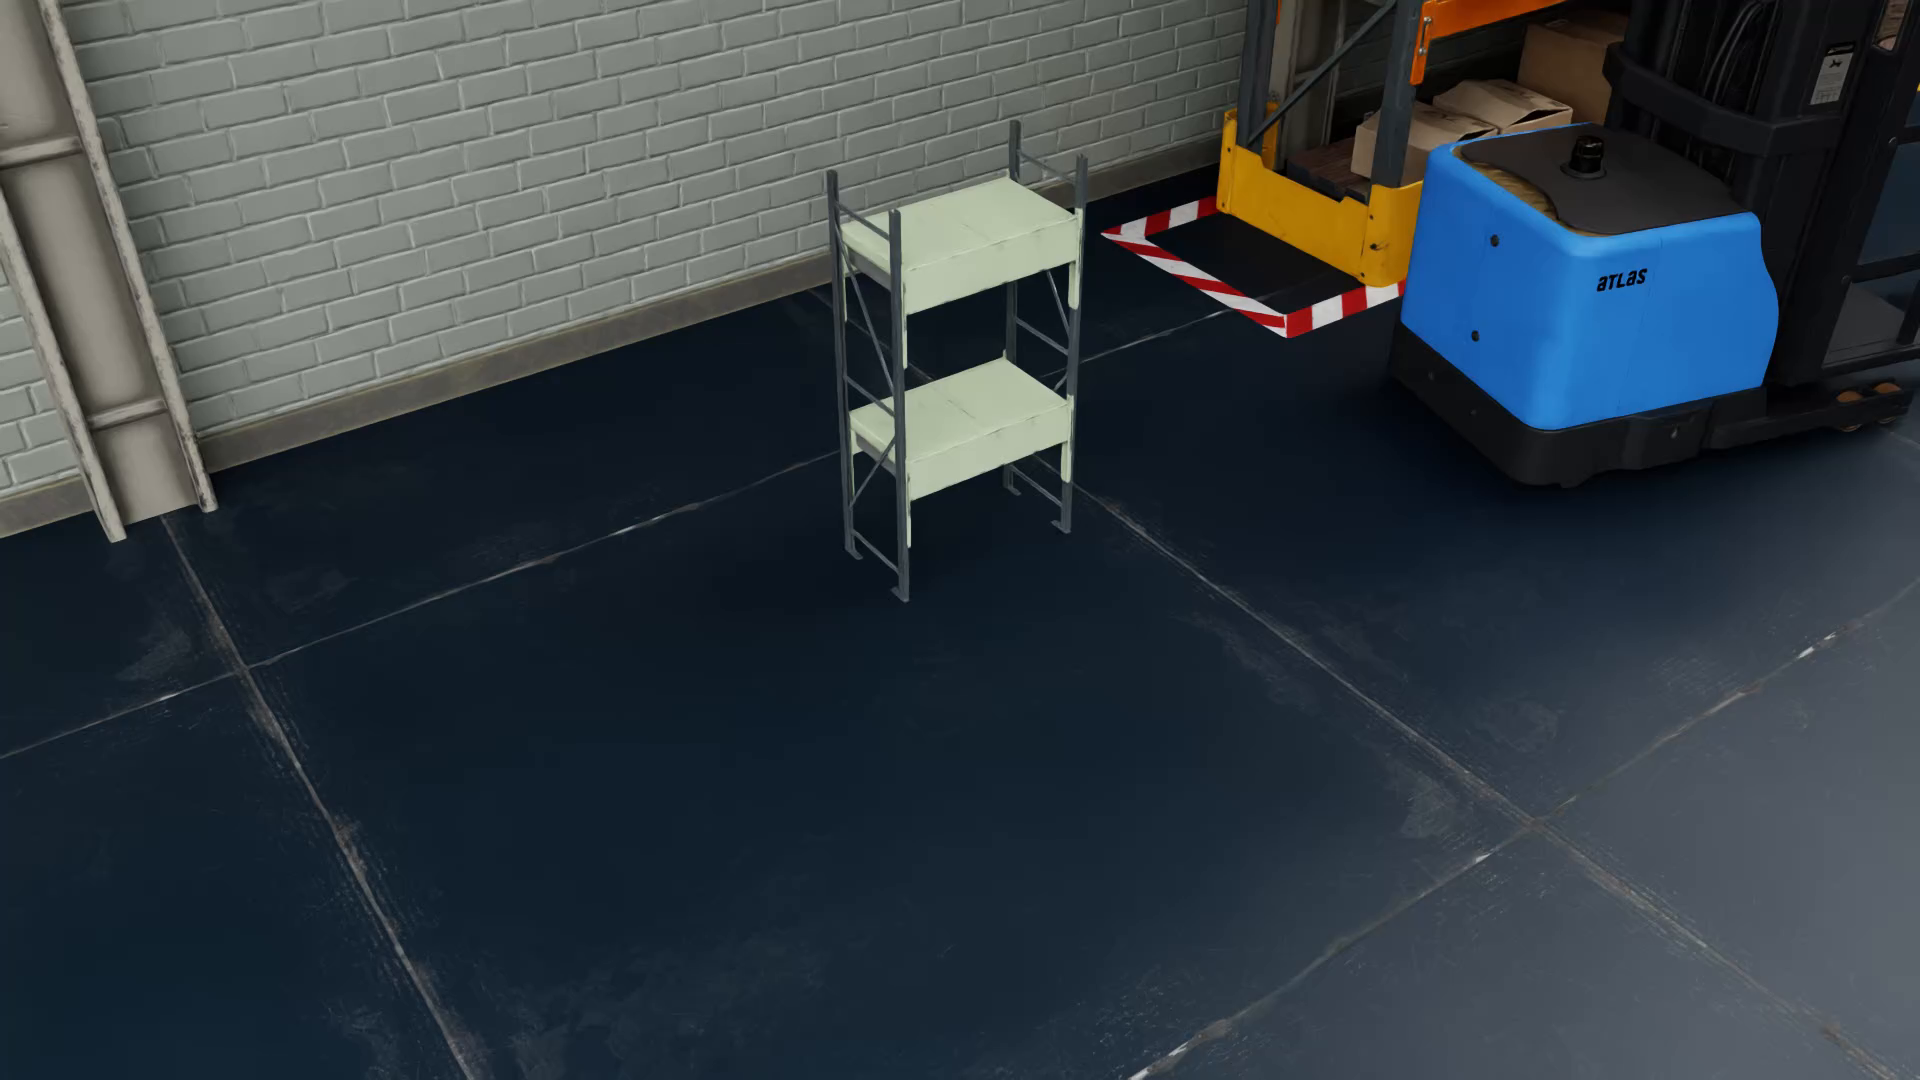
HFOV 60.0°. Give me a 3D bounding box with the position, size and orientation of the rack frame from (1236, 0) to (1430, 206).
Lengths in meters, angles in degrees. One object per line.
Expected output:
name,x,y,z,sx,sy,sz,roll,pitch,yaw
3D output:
rack frame,1.722,-2.716,7.458,0.127,3.000,1.000,-22,41,-28

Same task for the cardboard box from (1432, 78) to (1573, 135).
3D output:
cardboard box,2.805,-2.185,8.645,0.500,0.311,0.500,-19,40,-24

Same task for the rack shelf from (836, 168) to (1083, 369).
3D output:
rack shelf,-0.005,-0.923,5.581,0.720,0.370,0.431,-22,41,-28

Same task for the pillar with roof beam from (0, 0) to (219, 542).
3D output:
pillar with roof beam,-0.629,-1.727,0.944,0.400,9.000,9.100,-22,41,-28

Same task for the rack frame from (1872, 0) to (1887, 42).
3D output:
rack frame,4.991,-4.062,9.328,0.127,3.000,1.000,-22,41,-28

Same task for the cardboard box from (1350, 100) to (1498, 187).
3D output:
cardboard box,2.339,-1.993,8.378,0.500,0.311,0.500,-28,44,-33

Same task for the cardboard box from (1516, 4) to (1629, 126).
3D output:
cardboard box,3.434,-2.484,8.899,0.500,0.500,0.700,-25,43,-31

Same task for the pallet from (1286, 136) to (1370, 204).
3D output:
pallet,2.468,-1.866,8.664,1.213,0.211,1.003,-22,41,-28

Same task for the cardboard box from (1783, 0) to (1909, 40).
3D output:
cardboard box,5.583,-3.481,10.285,0.500,0.500,0.700,-21,41,-26

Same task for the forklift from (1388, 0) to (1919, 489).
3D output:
forklift,3.412,-1.915,6.402,3.031,2.935,1.130,-12,37,-16

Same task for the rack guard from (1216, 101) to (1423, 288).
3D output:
rack guard,1.784,-1.727,8.223,0.348,0.500,1.175,-22,41,-28

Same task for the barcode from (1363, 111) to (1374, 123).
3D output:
barcode,2.123,-2.194,8.649,0.075,0.075,0.001,-22,41,-28

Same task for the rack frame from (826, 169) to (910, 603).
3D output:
rack frame,-0.305,-0.484,5.638,0.023,1.500,0.400,-22,41,-28

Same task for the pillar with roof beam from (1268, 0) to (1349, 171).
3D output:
pillar with roof beam,4.276,-3.745,3.750,0.400,9.000,9.100,-22,41,-28

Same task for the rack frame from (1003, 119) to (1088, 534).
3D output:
rack frame,0.294,-0.730,5.980,0.023,1.500,0.400,-22,41,-28

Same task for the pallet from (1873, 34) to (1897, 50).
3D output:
pallet,5.627,-3.192,10.507,1.213,0.211,1.003,-22,41,-28

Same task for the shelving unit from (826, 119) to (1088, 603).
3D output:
shelving unit,-0.005,-0.607,5.809,0.755,1.500,0.431,-22,41,-28

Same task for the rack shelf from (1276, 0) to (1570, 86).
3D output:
rack shelf,3.356,-3.097,8.603,4.000,0.370,1.077,-22,41,-28

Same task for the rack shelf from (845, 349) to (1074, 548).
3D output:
rack shelf,-0.005,-0.342,5.999,0.720,0.370,0.431,-22,41,-28
